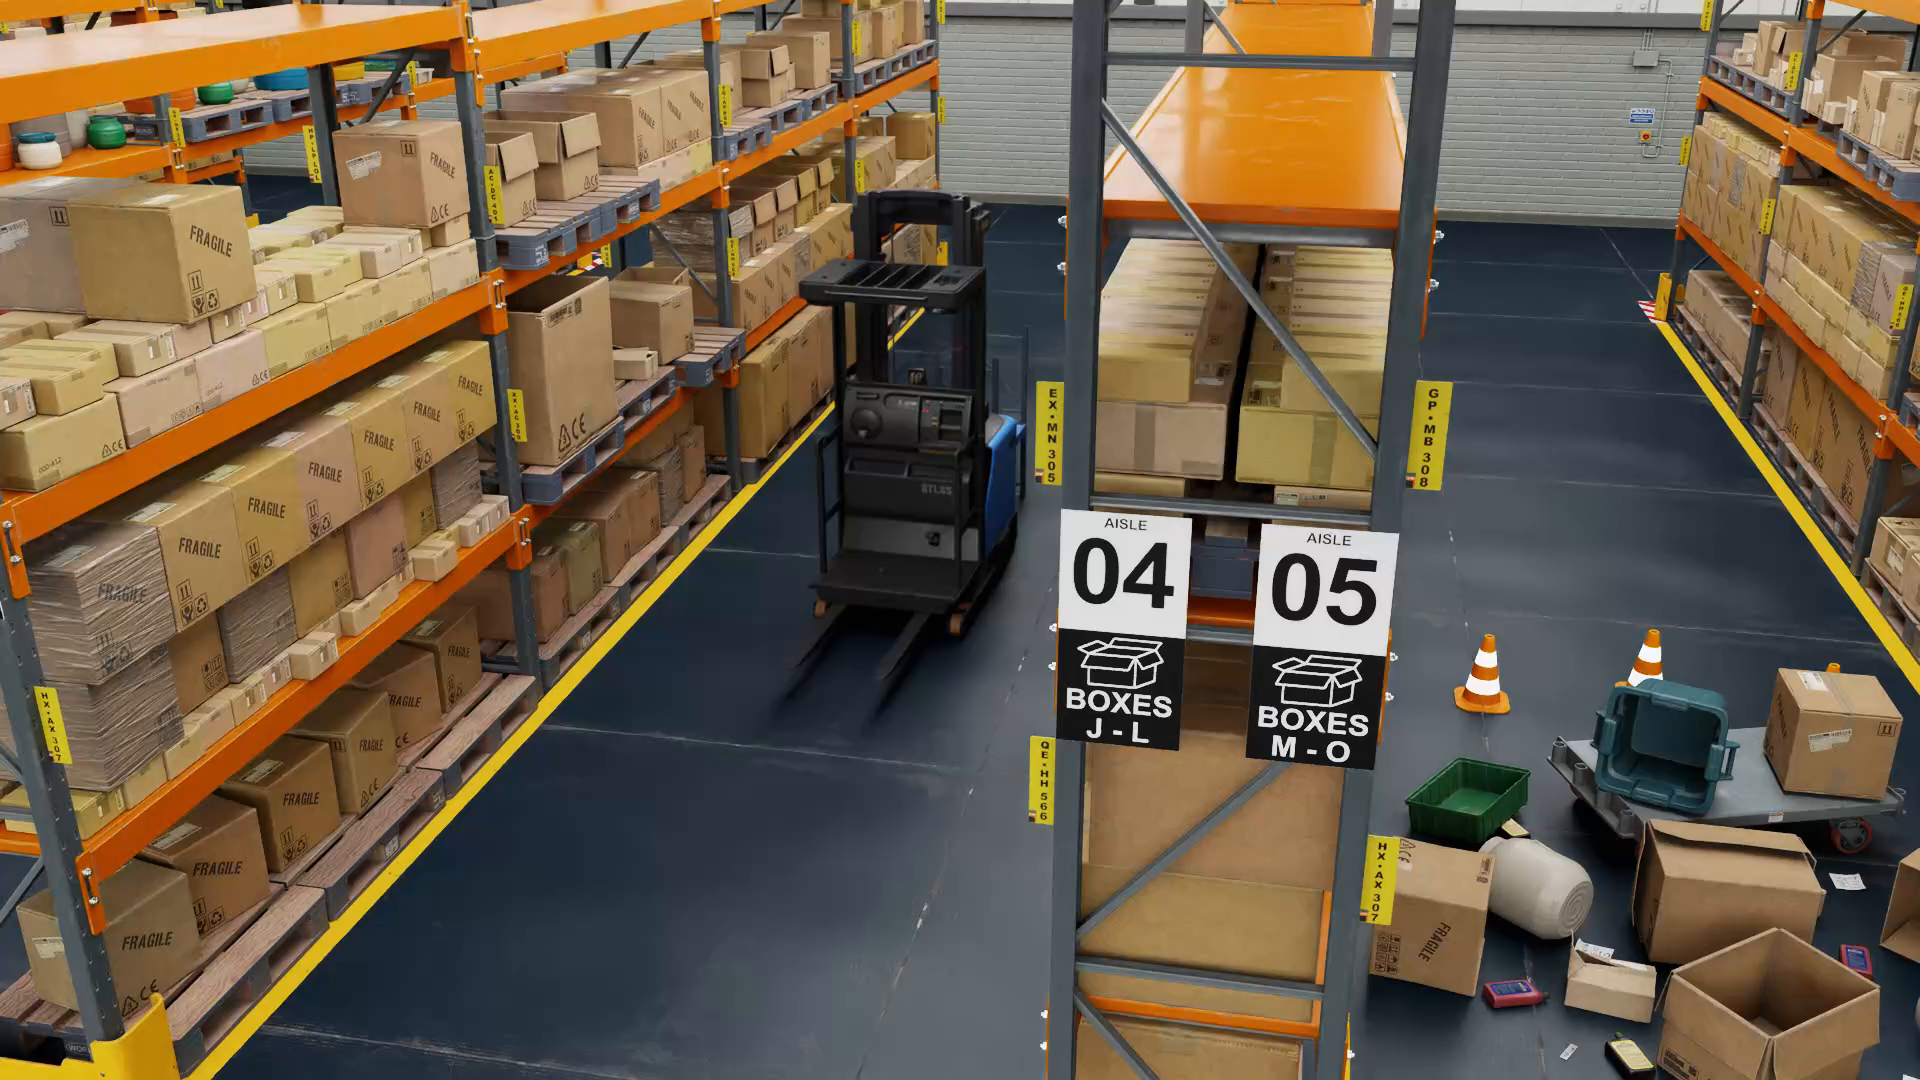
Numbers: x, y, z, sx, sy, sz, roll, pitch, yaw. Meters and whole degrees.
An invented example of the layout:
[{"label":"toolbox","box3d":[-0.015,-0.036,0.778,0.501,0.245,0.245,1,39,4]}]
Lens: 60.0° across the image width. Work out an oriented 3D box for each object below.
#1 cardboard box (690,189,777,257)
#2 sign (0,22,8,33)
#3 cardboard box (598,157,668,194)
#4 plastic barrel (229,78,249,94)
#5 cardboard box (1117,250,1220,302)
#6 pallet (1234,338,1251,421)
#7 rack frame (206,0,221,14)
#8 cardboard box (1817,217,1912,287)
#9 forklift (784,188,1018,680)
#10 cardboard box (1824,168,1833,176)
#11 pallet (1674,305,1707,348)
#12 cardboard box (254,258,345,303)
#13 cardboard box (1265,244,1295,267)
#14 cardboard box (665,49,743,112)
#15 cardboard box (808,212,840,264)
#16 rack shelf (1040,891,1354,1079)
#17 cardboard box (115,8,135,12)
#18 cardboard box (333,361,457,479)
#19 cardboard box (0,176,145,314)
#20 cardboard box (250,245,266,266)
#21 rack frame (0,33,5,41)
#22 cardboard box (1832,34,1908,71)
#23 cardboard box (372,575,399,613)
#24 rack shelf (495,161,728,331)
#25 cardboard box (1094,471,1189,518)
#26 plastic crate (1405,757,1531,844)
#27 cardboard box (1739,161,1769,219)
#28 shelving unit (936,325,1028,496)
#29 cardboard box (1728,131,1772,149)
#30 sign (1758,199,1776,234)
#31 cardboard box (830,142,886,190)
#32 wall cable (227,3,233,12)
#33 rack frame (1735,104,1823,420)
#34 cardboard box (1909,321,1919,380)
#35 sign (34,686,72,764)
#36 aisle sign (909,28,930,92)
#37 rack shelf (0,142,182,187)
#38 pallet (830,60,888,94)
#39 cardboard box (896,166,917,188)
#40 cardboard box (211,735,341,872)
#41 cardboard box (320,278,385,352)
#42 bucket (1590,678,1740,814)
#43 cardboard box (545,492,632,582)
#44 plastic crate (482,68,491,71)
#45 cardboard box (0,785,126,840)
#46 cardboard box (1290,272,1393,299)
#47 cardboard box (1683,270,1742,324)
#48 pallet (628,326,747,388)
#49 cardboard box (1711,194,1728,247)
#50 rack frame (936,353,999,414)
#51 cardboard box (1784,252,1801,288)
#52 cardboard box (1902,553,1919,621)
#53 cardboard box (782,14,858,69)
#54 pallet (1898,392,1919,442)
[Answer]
[{"label":"cardboard box","box3d":[-2.094,-2.867,14.980,0.797,0.503,0.637,5,22,12]},{"label":"sign","box3d":[-10.732,-5.843,18.613,0.100,0.325,0.005,4,22,11]},{"label":"cardboard box","box3d":[-2.445,-2.614,12.015,0.500,0.250,0.500,5,22,12]},{"label":"plastic barrel","box3d":[-7.029,-4.538,15.846,0.433,0.535,0.433,0,22,0]},{"label":"cardboard box","box3d":[0.804,-1.010,6.404,0.380,0.149,0.250,4,22,10]},{"label":"pallet","box3d":[1.196,-0.580,6.882,1.003,0.211,1.213,4,22,11]},{"label":"rack frame","box3d":[-10.460,-8.316,21.957,1.000,3.000,0.127,4,22,11]},{"label":"cardboard box","box3d":[7.471,-2.369,13.747,0.500,0.500,0.500,4,22,10]},{"label":"forklift","box3d":[-0.421,-0.847,11.533,1.130,2.935,3.031,6,23,14]},{"label":"cardboard box","box3d":[8.478,-3.560,15.837,0.380,0.149,0.250,5,22,12]},{"label":"pallet","box3d":[8.853,-2.429,19.103,1.003,0.211,1.213,4,22,11]},{"label":"cardboard box","box3d":[-3.258,-1.272,8.147,0.380,0.149,0.250,6,23,13]},{"label":"cardboard box","box3d":[1.567,-1.107,7.178,0.500,0.250,0.500,4,22,10]},{"label":"cardboard box","box3d":[-2.251,-4.034,14.645,0.500,0.500,0.500,6,23,14]},{"label":"cardboard box","box3d":[-1.514,-2.988,16.623,0.500,0.500,0.500,5,23,13]},{"label":"rack shelf","box3d":[1.216,1.092,7.590,1.077,0.370,4.000,4,22,11]},{"label":"cardboard box","box3d":[-10.730,-6.878,20.930,0.700,0.500,0.500,4,22,11]},{"label":"cardboard box","box3d":[-3.134,-0.668,9.126,0.500,0.500,0.500,4,22,11]},{"label":"cardboard box","box3d":[-3.959,-1.319,7.397,0.500,0.500,0.500,4,22,11]},{"label":"cardboard box","box3d":[-3.790,-1.416,8.505,0.380,0.149,0.250,4,22,10]},{"label":"rack frame","box3d":[-11.276,-6.853,18.324,1.000,3.000,0.127,4,22,11]},{"label":"cardboard box","box3d":[8.449,-4.436,15.509,0.500,0.500,0.500,5,22,12]},{"label":"cardboard box","box3d":[-3.271,0.283,8.972,0.380,0.149,0.250,4,22,11]},{"label":"rack shelf","box3d":[-2.803,-2.177,11.692,1.077,0.370,4.000,4,22,11]},{"label":"cardboard box","box3d":[0.544,-0.174,5.394,0.380,0.149,0.250,4,22,11]},{"label":"plastic crate","box3d":[2.871,1.468,9.380,0.450,0.188,0.662,7,21,42]},{"label":"cardboard box","box3d":[8.060,-3.447,16.425,0.500,0.500,0.500,4,22,10]},{"label":"shelving unit","box3d":[0.189,-0.916,13.621,0.538,1.500,1.048,6,23,14]},{"label":"cardboard box","box3d":[8.238,-4.160,17.326,0.380,0.149,0.250,4,22,10]},{"label":"sign","box3d":[7.579,-3.038,15.618,0.100,0.325,0.005,4,22,11]},{"label":"cardboard box","box3d":[-1.122,-4.065,18.231,0.500,0.500,0.500,4,22,11]},{"label":"wall cable","box3d":[-13.806,-9.293,28.539,3.097,2.526,0.112,4,22,11]},{"label":"rack frame","box3d":[8.123,-2.558,15.691,1.000,3.000,0.127,4,22,11]},{"label":"cardboard box","box3d":[6.988,-1.328,11.541,0.500,0.500,0.500,4,22,9]},{"label":"sign","box3d":[-3.496,0.715,6.405,0.100,0.325,0.005,4,22,11]},{"label":"aisle sign","box3d":[-0.454,-5.986,20.722,0.394,0.787,0.004,4,22,11]},{"label":"rack shelf","box3d":[-7.652,-2.555,12.630,1.077,0.370,4.000,4,22,11]},{"label":"pallet","box3d":[-1.401,-4.962,17.764,1.003,0.211,1.213,4,22,11]},{"label":"cardboard box","box3d":[-0.809,-4.276,19.758,0.500,0.250,0.500,4,22,9]},{"label":"cardboard box","box3d":[-3.649,1.364,8.736,0.500,0.500,0.500,7,23,16]},{"label":"cardboard box","box3d":[-3.264,-1.146,8.370,0.500,0.250,0.500,4,22,11]},{"label":"bucket","box3d":[3.853,1.066,9.039,0.726,0.611,0.620,13,15,29]},{"label":"cardboard box","box3d":[-2.835,-0.033,12.178,0.700,0.500,0.500,3,22,6]},{"label":"plastic crate","box3d":[-5.790,-5.649,19.702,0.437,0.136,0.530,4,22,11]},{"label":"cardboard box","box3d":[-3.736,1.105,6.930,0.380,0.149,0.250,4,22,11]},{"label":"cardboard box","box3d":[1.396,-0.866,6.045,0.380,0.149,0.250,4,22,10]},{"label":"cardboard box","box3d":[8.902,-2.779,19.105,0.875,0.438,0.875,4,22,9]},{"label":"pallet","box3d":[-2.436,-1.493,13.303,1.213,0.211,1.003,4,22,11]},{"label":"cardboard box","box3d":[8.277,-3.358,17.542,0.500,0.500,0.500,5,23,13]},{"label":"rack frame","box3d":[0.058,-0.733,13.166,0.500,1.500,0.032,6,23,14]},{"label":"cardboard box","box3d":[7.678,-2.388,14.800,0.500,0.250,0.500,5,22,12]},{"label":"cardboard box","box3d":[7.039,0.405,11.288,0.950,0.372,0.625,4,22,10]},{"label":"cardboard box","box3d":[-1.478,-5.284,17.612,0.700,0.500,0.500,3,22,8]},{"label":"pallet","box3d":[7.266,-0.738,11.427,1.213,0.211,1.003,4,22,11]}]
